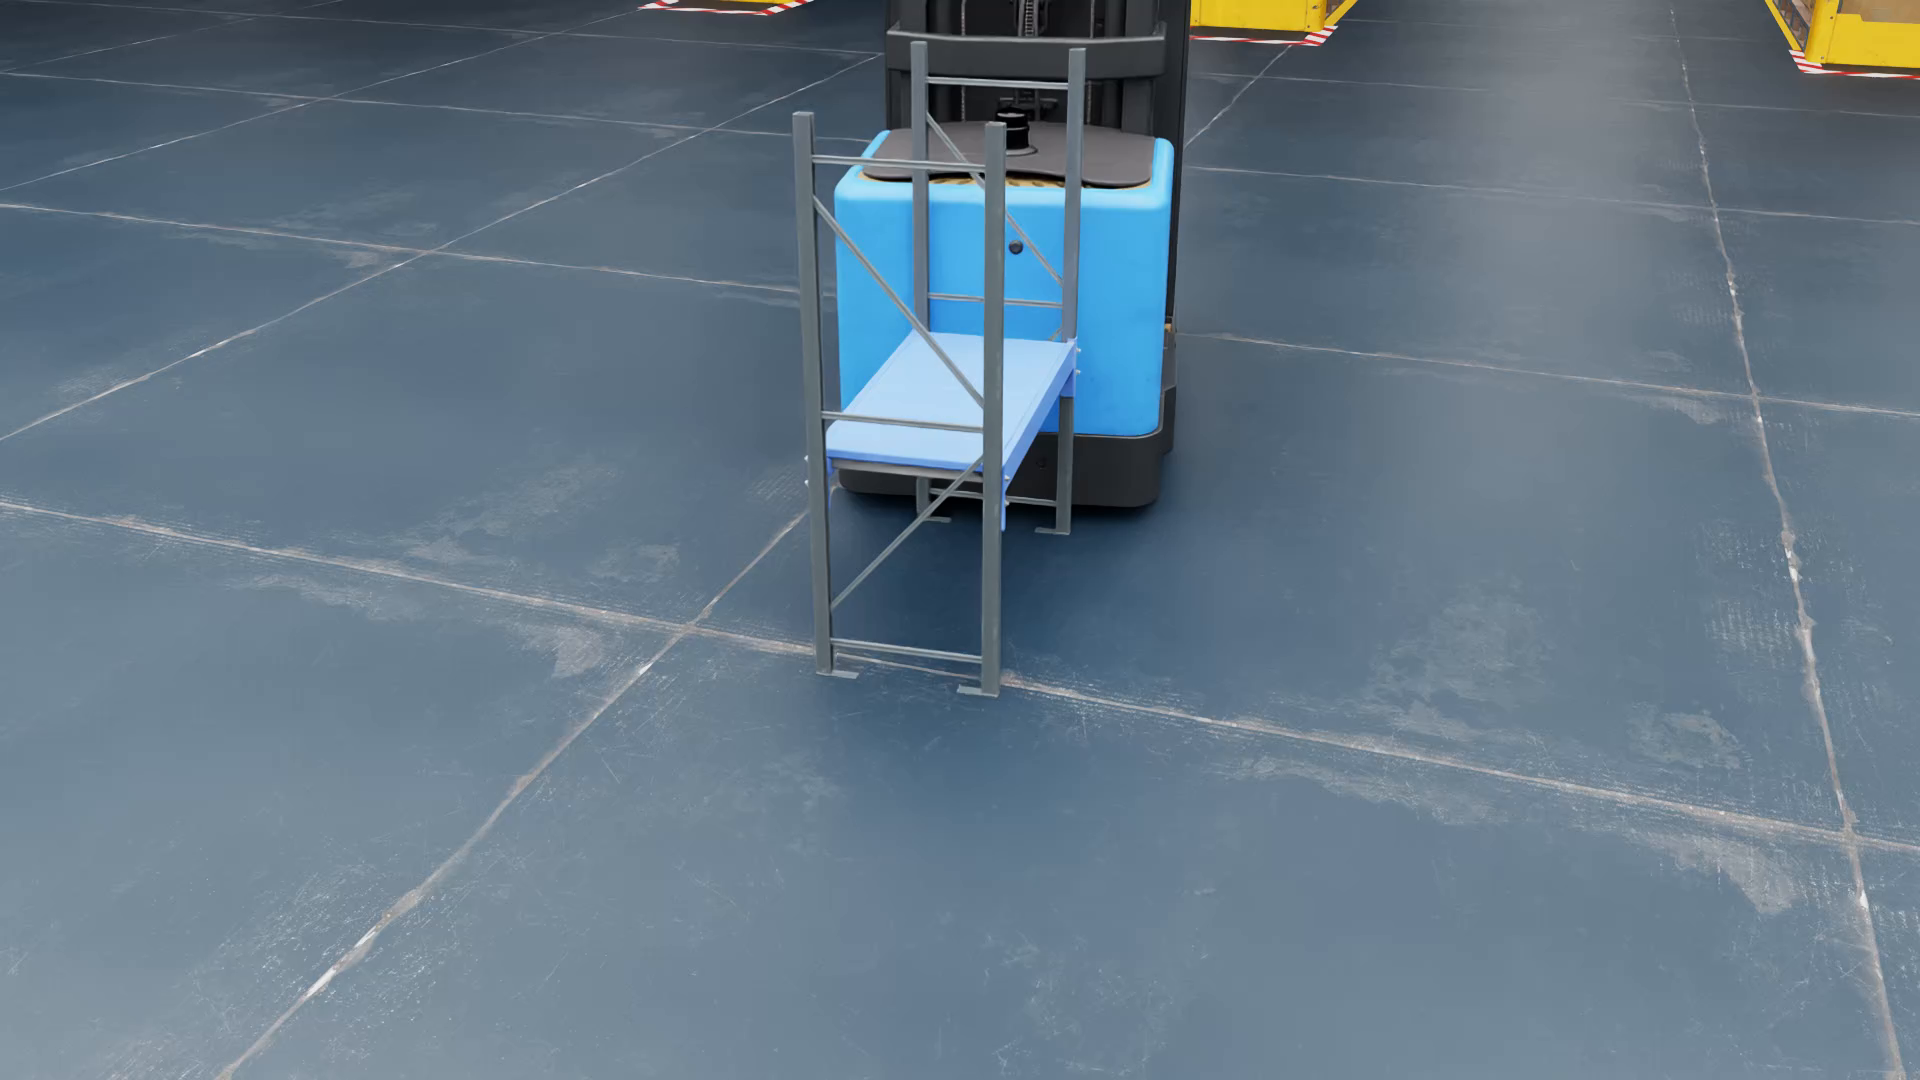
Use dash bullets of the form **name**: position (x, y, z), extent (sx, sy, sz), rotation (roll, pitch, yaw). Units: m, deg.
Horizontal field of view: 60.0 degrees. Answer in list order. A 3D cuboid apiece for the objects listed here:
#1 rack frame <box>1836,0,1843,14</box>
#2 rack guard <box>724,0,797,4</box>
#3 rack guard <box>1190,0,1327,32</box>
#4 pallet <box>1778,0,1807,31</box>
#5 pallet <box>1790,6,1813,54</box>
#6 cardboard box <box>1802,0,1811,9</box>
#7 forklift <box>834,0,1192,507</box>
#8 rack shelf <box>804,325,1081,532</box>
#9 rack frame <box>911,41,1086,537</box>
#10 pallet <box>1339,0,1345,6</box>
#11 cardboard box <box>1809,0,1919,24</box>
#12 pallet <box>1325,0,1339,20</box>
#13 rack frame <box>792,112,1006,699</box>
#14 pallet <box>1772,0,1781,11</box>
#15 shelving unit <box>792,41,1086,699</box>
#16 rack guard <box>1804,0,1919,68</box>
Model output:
- **rack frame**: position (7.195, -5.052, 12.242), extent (1.000, 3.000, 0.127), rotation (9, 27, 17)
- **rack guard**: position (-2.138, -5.444, 15.920), extent (1.175, 0.500, 0.348), rotation (9, 27, 17)
- **rack guard**: position (2.577, -4.719, 14.423), extent (1.175, 0.500, 0.348), rotation (9, 27, 17)
- **pallet**: position (7.795, -4.636, 14.584), extent (1.003, 0.211, 1.213), rotation (9, 27, 17)
- **pallet**: position (7.388, -4.137, 13.552), extent (1.003, 0.211, 1.213), rotation (9, 27, 17)
- **cardboard box**: position (7.650, -4.935, 13.956), extent (0.875, 0.875, 0.875), rotation (8, 27, 17)
- **forklift**: position (0.306, -2.036, 6.092), extent (1.130, 2.935, 3.031), rotation (3, 26, 7)
- **rack shelf**: position (-0.018, -0.341, 4.646), extent (0.538, 0.185, 1.000), rotation (6, 27, 13)
- **rack frame**: position (0.105, -0.718, 5.011), extent (0.500, 1.500, 0.032), rotation (6, 27, 13)
- **pallet**: position (3.288, -5.417, 16.196), extent (1.003, 0.211, 1.213), rotation (9, 27, 17)
- **cardboard box**: position (7.359, -4.573, 13.209), extent (0.875, 0.875, 0.875), rotation (9, 27, 18)
- **pallet**: position (2.881, -4.918, 15.164), extent (1.003, 0.211, 1.213), rotation (9, 27, 17)
- **rack frame**: position (-0.141, -0.288, 4.124), extent (0.500, 1.500, 0.032), rotation (6, 27, 13)
- **pallet**: position (8.200, -5.139, 15.623), extent (1.003, 0.211, 1.213), rotation (9, 27, 17)
- **shelving unit**: position (-0.018, -0.503, 4.568), extent (0.538, 1.500, 1.048), rotation (6, 27, 13)
- **rack guard**: position (7.187, -3.917, 12.766), extent (1.175, 0.500, 0.348), rotation (9, 27, 17)
